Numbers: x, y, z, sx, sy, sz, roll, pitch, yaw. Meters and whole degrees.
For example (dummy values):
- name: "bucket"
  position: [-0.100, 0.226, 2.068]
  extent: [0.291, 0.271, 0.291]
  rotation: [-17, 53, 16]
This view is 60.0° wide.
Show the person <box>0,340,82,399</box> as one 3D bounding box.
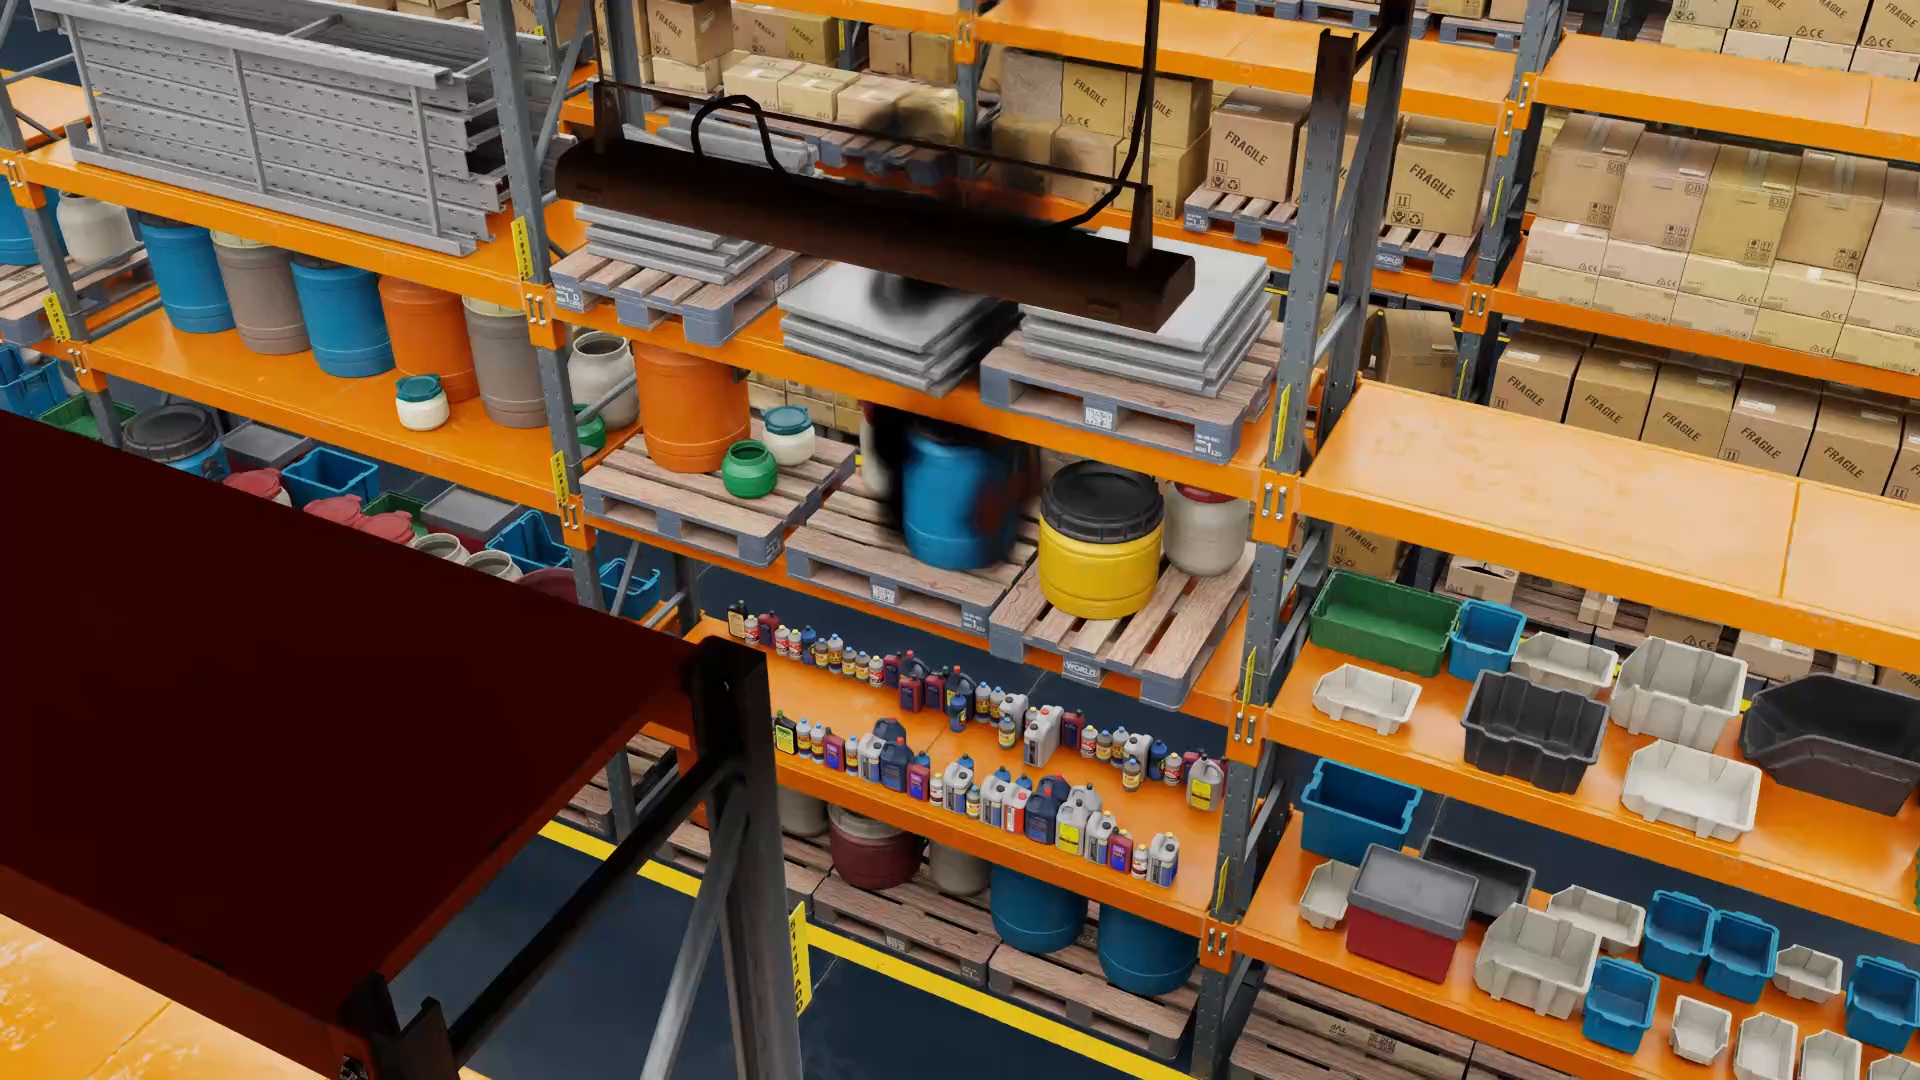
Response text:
- name: "person"
  position: [-8.320, -1.669, 14.828]
  extent: [0.647, 1.684, 0.651]
  rotation: [9, 36, 13]

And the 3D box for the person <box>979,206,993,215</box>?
- name: "person"
  position: [0.195, -2.432, 15.907]
  extent: [0.593, 1.664, 0.663]
  rotation: [19, 39, 25]
